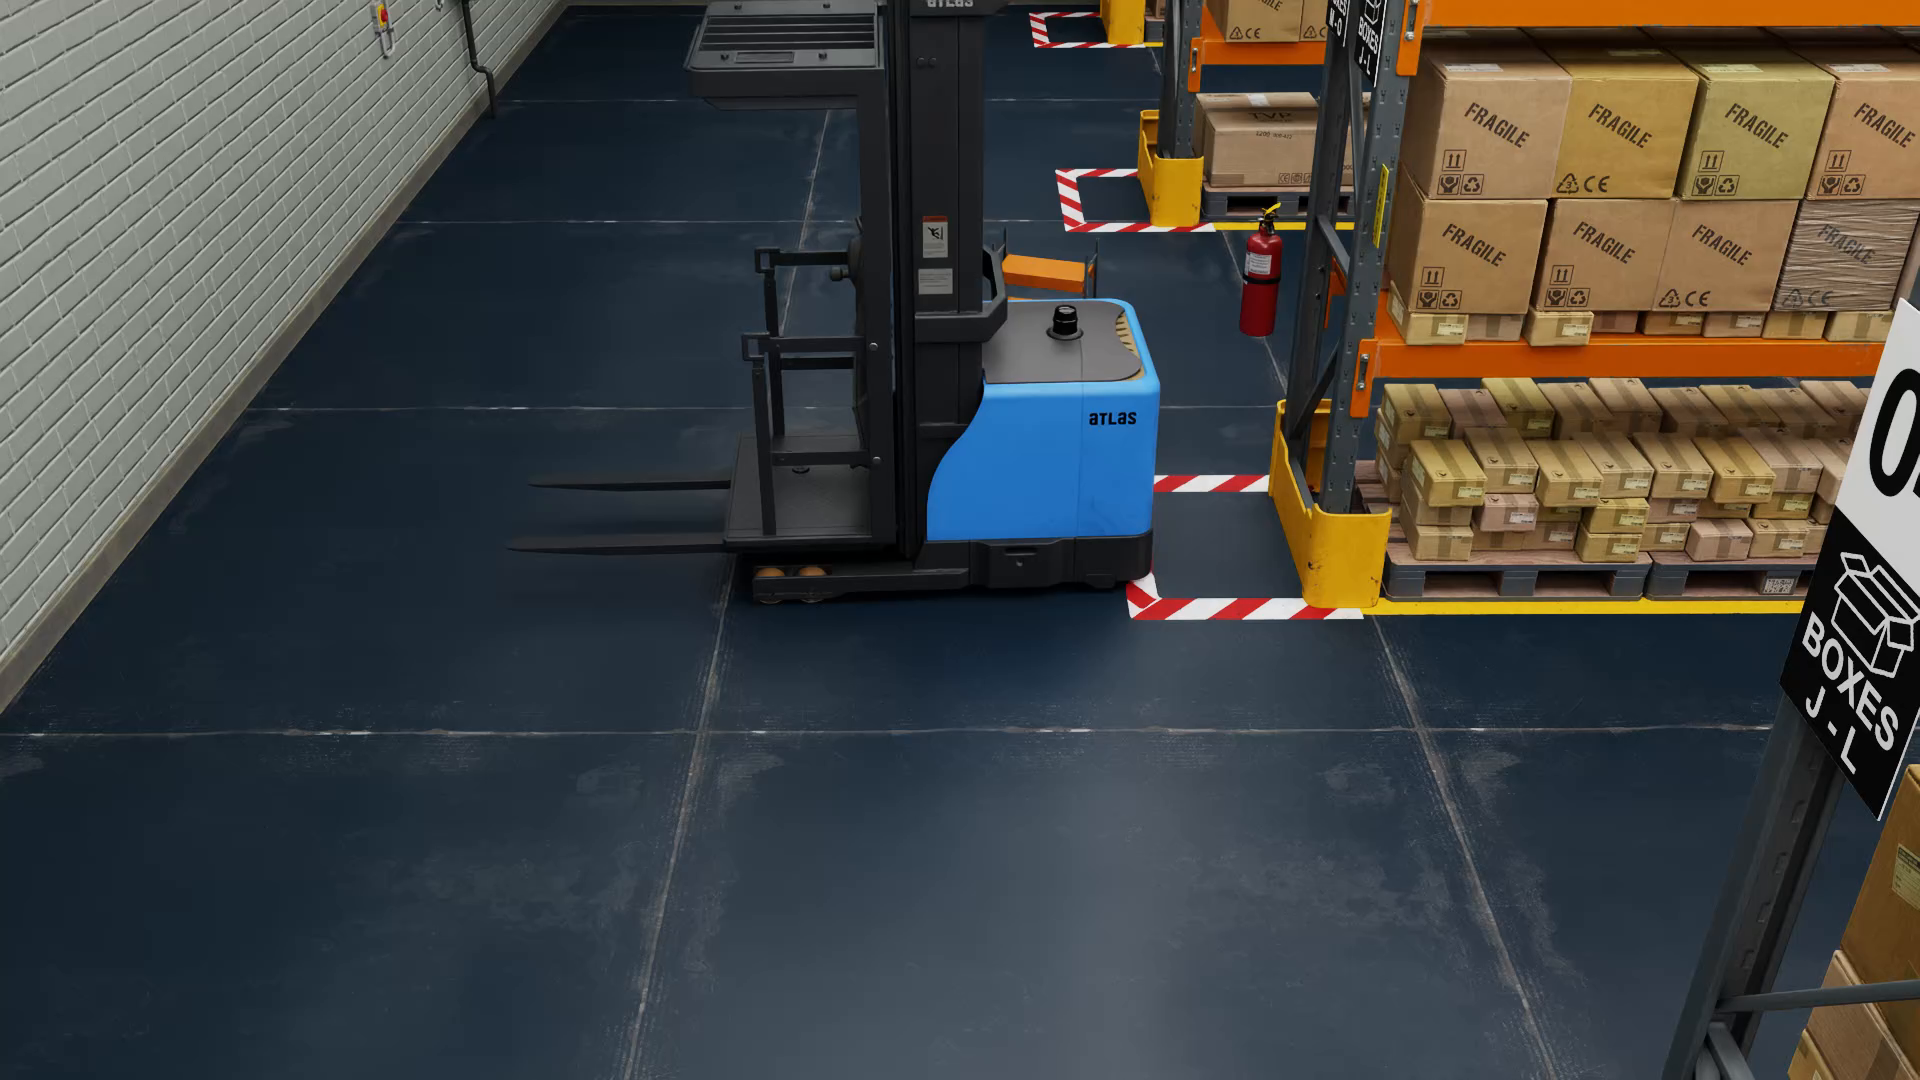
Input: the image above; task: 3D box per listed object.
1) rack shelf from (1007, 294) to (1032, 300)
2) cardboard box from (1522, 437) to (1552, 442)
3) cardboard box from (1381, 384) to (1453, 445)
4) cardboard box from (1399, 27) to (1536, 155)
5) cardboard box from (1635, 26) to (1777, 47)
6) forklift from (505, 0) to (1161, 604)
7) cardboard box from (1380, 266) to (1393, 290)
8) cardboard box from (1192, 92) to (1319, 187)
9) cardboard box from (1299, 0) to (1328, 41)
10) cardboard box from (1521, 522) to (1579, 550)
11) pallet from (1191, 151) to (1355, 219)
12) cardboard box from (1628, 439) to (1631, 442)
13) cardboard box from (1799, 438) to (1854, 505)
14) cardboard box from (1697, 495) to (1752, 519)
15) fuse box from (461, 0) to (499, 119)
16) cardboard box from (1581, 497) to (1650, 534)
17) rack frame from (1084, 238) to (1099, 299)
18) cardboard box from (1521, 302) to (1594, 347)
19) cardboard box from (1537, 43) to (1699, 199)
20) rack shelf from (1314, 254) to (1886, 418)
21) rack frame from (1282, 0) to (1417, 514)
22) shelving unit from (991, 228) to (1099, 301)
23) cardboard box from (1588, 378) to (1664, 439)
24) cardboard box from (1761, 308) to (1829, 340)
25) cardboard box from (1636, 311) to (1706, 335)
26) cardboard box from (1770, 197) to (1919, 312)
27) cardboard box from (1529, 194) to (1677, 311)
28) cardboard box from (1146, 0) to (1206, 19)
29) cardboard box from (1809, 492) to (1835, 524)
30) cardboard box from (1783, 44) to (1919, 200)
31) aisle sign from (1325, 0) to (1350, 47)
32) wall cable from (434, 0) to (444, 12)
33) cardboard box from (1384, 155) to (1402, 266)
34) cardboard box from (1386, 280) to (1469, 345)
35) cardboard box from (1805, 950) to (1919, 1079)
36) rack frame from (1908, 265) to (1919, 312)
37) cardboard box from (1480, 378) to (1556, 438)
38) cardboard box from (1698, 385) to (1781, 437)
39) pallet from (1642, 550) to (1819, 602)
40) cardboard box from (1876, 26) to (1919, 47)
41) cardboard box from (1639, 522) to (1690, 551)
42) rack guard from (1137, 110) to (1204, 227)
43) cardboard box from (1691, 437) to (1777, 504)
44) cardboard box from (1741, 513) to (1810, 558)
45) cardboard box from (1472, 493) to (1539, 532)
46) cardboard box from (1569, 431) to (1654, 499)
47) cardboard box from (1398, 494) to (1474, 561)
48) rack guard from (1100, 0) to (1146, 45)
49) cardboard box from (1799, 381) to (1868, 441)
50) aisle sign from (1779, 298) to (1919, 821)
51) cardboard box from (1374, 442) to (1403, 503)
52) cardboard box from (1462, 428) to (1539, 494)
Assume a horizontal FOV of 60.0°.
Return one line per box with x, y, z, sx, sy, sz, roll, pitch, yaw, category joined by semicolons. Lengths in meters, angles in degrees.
0.434;-1.137;8.666;0.480;0.148;0.258;9;32;15;rack shelf
2.750;-0.508;8.253;0.250;0.149;0.380;-1;31;-2;cardboard box
2.232;-0.616;8.144;0.250;0.149;0.380;0;31;0;cardboard box
2.161;-1.996;7.301;0.500;0.500;0.500;-1;31;-1;cardboard box
3.187;-2.004;7.314;0.500;0.500;0.500;1;31;2;cardboard box
-0.629;-1.237;7.463;3.031;2.935;1.130;-1;31;-2;forklift
2.029;-1.308;7.757;0.250;0.149;0.380;0;31;0;cardboard box
2.233;-2.974;12.324;0.875;0.438;0.875;-1;31;-2;cardboard box
2.561;-3.747;11.437;0.500;0.500;0.500;-1;31;-1;cardboard box
2.740;-0.112;7.887;0.250;0.149;0.380;0;31;0;cardboard box
2.373;-2.686;12.474;1.213;0.211;1.003;0;31;0;pallet
3.268;-0.517;8.266;0.250;0.149;0.380;0;31;0;cardboard box
4.046;-0.317;7.651;0.250;0.149;0.380;-1;31;-2;cardboard box
3.541;-0.260;7.843;0.250;0.149;0.380;1;31;2;cardboard box
-3.932;-4.345;13.762;0.414;1.711;0.539;0;31;0;fuse box
3.006;-0.187;7.724;0.250;0.149;0.380;1;31;1;cardboard box
0.666;-0.965;8.683;0.015;1.200;0.240;9;32;15;rack frame
2.554;-0.987;7.227;0.250;0.149;0.380;-1;31;-2;cardboard box
2.660;-1.734;6.869;0.500;0.500;0.500;1;31;1;cardboard box
3.704;-0.967;7.645;4.000;0.370;1.077;0;31;0;rack shelf
1.704;-1.268;7.448;0.127;3.000;1.000;0;31;0;rack frame
0.434;-1.003;8.747;0.503;1.200;0.258;9;32;15;shelving unit
3.270;-0.652;8.202;0.250;0.149;0.380;1;31;2;cardboard box
3.590;-1.023;7.287;0.250;0.149;0.380;1;31;2;cardboard box
3.084;-1.047;7.326;0.250;0.149;0.380;0;31;-1;cardboard box
3.690;-1.311;7.136;0.500;0.500;0.500;-1;31;-2;cardboard box
2.690;-1.311;7.136;0.500;0.500;0.500;0;31;0;cardboard box
2.152;-5.475;16.384;0.637;0.503;0.797;-1;31;-2;cardboard box
4.079;-0.234;7.801;0.250;0.149;0.380;-2;31;-3;cardboard box
3.689;-1.728;6.859;0.500;0.500;0.500;-1;31;-2;cardboard box
1.630;-2.535;7.030;0.004;0.787;0.394;0;31;0;aisle sign
-4.085;-4.976;12.580;0.122;1.984;0.588;0;31;0;wall cable
2.152;-1.573;7.568;0.500;0.500;0.500;0;31;1;cardboard box
2.030;-0.992;7.235;0.250;0.149;0.380;0;31;-1;cardboard box
2.116;1.103;3.399;0.500;0.250;0.500;-1;31;-1;cardboard box
1.633;-1.260;1.651;0.127;3.000;1.000;0;31;0;rack frame
2.742;-0.654;8.206;0.250;0.149;0.380;-1;31;-1;cardboard box
3.796;-0.610;8.134;0.250;0.149;0.380;0;31;0;cardboard box
3.810;-0.063;8.150;1.213;0.211;1.003;0;31;0;pallet
4.229;-2.008;7.321;0.500;0.500;0.500;0;31;1;cardboard box
3.251;-0.106;7.877;0.250;0.149;0.380;0;31;0;cardboard box
1.550;-2.767;12.328;0.348;0.500;1.175;0;31;0;rack guard
3.546;-0.323;7.661;0.250;0.149;0.380;0;31;0;cardboard box
3.777;-0.076;7.827;0.250;0.149;0.380;0;31;0;cardboard box
2.504;-0.196;7.738;0.250;0.149;0.380;0;31;-1;cardboard box
3.006;-0.350;7.705;0.250;0.149;0.380;-2;31;-3;cardboard box
2.230;-0.064;7.808;0.250;0.149;0.380;0;31;1;cardboard box
1.616;-5.342;16.572;0.348;0.500;1.175;0;31;0;rack guard
4.315;-0.635;8.174;0.250;0.149;0.380;0;31;1;cardboard box
1.560;0.038;2.789;0.004;0.787;0.394;0;31;0;aisle sign
2.230;-0.339;8.260;0.250;0.149;0.380;0;31;1;cardboard box
2.505;-0.372;7.741;0.250;0.149;0.380;0;31;1;cardboard box
